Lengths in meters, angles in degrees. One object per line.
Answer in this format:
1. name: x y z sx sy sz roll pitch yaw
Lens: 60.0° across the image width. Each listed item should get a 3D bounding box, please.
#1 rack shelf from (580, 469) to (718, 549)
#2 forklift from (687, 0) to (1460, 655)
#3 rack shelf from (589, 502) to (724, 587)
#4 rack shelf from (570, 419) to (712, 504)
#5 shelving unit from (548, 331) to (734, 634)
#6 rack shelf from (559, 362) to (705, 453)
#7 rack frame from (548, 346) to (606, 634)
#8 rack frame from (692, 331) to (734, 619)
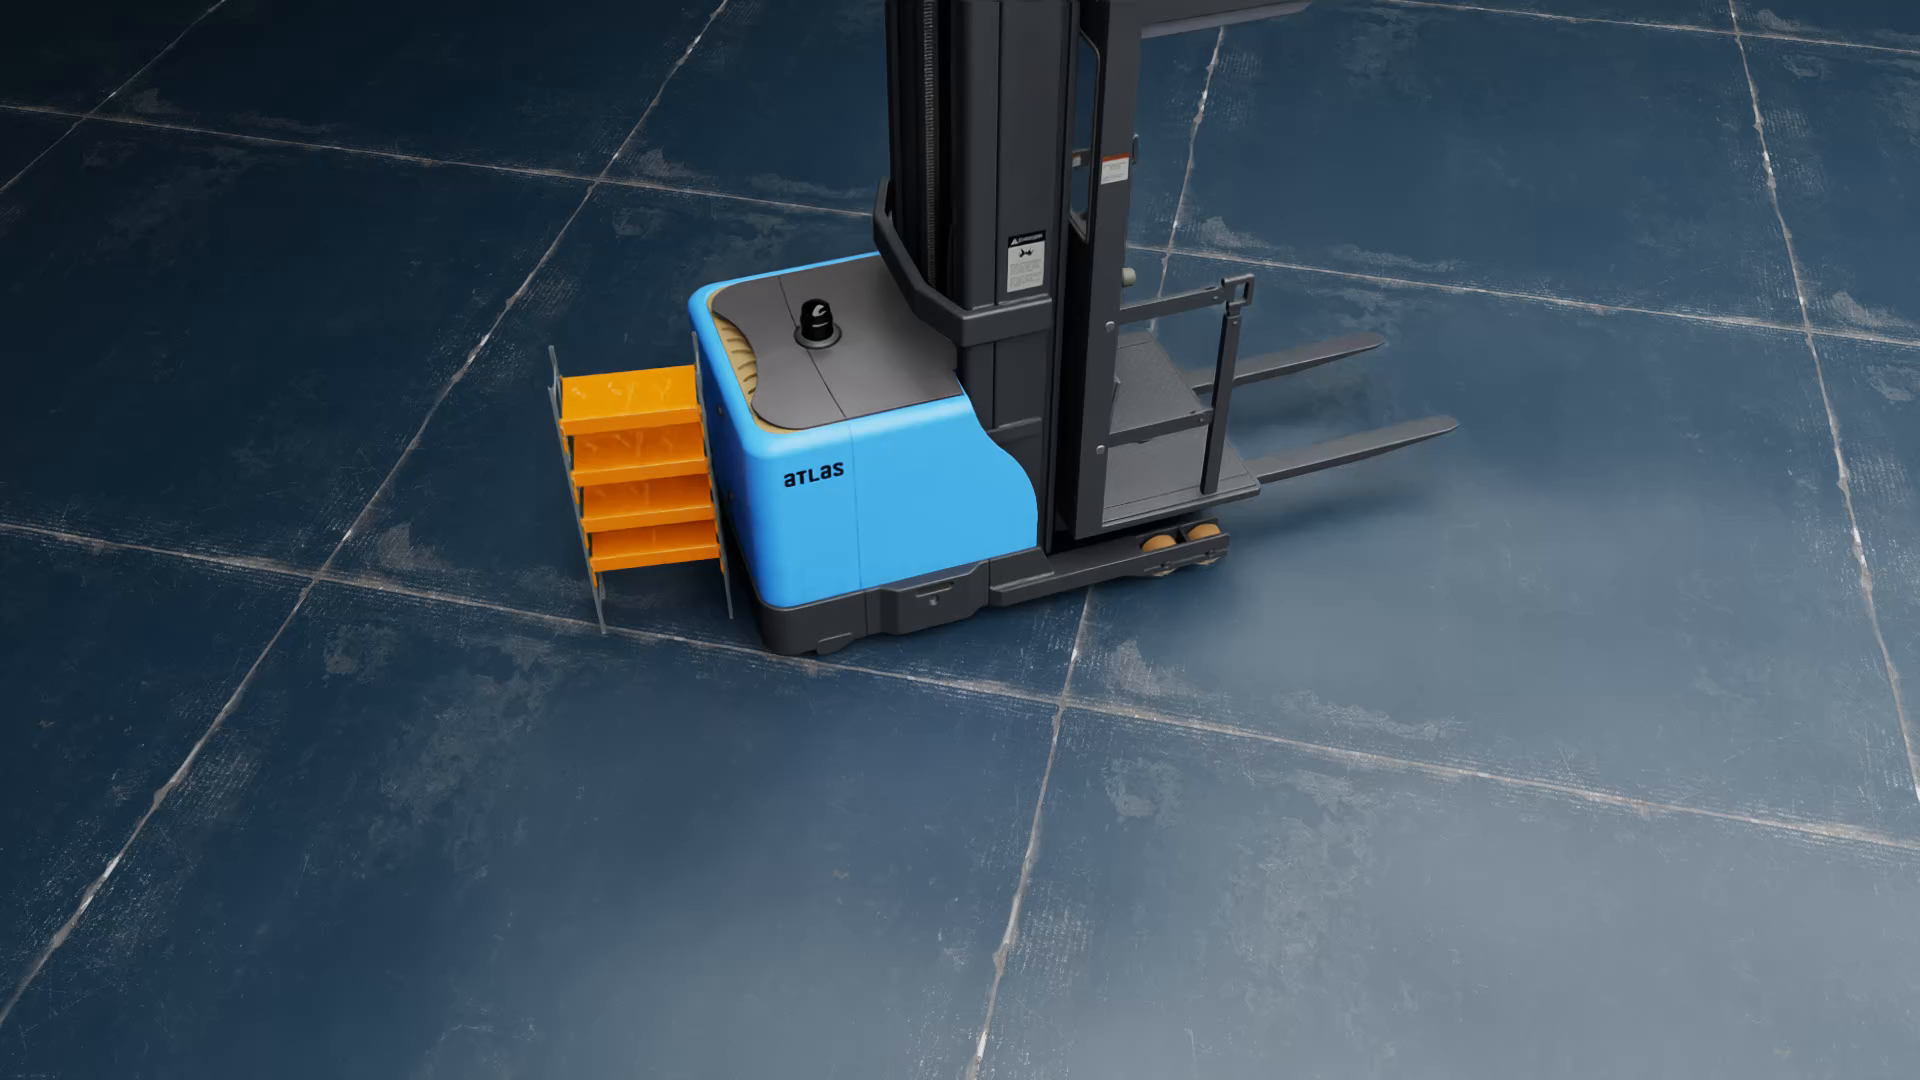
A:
1. rack shelf: -1.144 -0.133 6.120 0.480 0.148 0.258 -7 44 -7
2. forklift: 0.546 -1.246 5.931 3.031 2.935 1.130 -14 46 -14
3. rack shelf: -1.144 0.010 6.257 0.480 0.148 0.258 -7 44 -7
4. rack shelf: -1.144 -0.294 5.964 0.480 0.148 0.258 -7 44 -7
5. shelving unit: -1.144 -0.181 6.073 0.503 1.200 0.258 -7 44 -7
6. rack shelf: -1.144 -0.464 5.800 0.480 0.148 0.258 -7 44 -7
7. rack frame: -1.385 -0.153 6.044 0.015 1.200 0.240 -7 44 -7
8. rack frame: -0.903 -0.209 6.101 0.015 1.200 0.240 -7 44 -7
